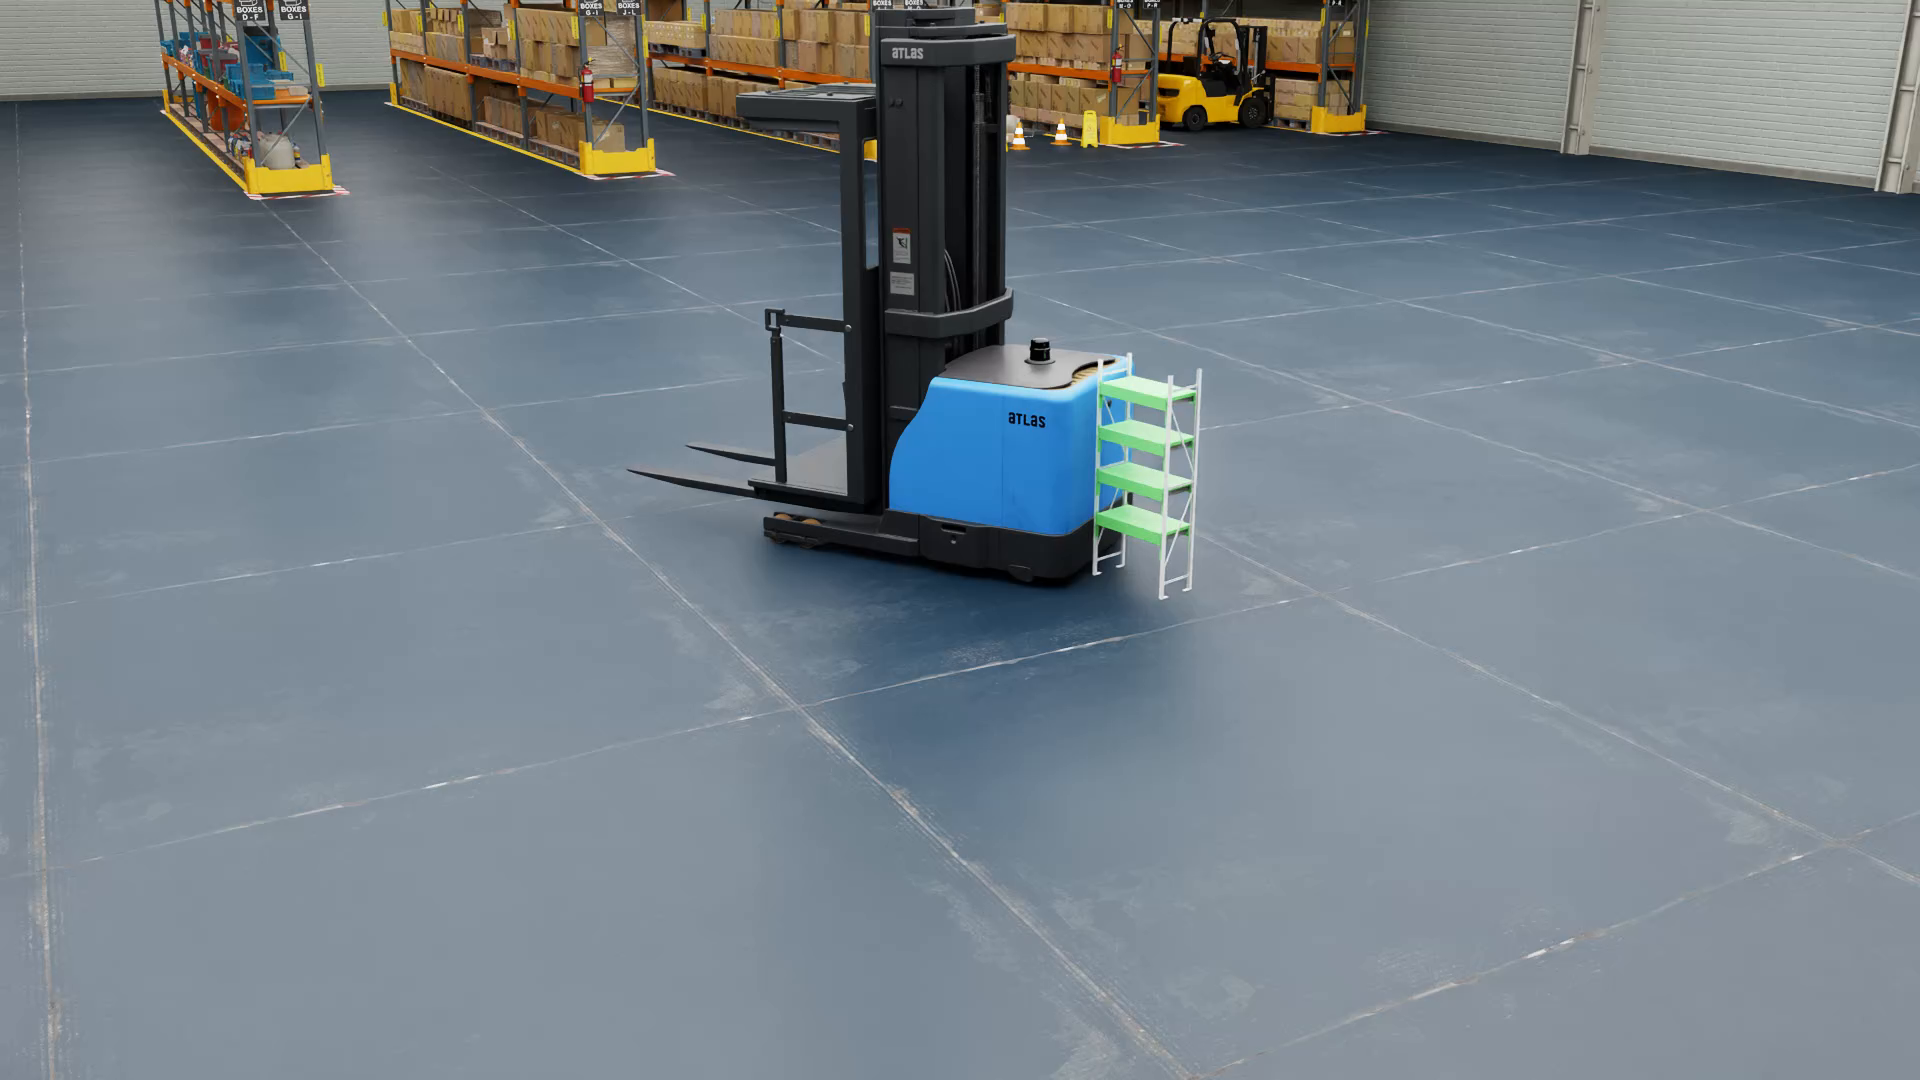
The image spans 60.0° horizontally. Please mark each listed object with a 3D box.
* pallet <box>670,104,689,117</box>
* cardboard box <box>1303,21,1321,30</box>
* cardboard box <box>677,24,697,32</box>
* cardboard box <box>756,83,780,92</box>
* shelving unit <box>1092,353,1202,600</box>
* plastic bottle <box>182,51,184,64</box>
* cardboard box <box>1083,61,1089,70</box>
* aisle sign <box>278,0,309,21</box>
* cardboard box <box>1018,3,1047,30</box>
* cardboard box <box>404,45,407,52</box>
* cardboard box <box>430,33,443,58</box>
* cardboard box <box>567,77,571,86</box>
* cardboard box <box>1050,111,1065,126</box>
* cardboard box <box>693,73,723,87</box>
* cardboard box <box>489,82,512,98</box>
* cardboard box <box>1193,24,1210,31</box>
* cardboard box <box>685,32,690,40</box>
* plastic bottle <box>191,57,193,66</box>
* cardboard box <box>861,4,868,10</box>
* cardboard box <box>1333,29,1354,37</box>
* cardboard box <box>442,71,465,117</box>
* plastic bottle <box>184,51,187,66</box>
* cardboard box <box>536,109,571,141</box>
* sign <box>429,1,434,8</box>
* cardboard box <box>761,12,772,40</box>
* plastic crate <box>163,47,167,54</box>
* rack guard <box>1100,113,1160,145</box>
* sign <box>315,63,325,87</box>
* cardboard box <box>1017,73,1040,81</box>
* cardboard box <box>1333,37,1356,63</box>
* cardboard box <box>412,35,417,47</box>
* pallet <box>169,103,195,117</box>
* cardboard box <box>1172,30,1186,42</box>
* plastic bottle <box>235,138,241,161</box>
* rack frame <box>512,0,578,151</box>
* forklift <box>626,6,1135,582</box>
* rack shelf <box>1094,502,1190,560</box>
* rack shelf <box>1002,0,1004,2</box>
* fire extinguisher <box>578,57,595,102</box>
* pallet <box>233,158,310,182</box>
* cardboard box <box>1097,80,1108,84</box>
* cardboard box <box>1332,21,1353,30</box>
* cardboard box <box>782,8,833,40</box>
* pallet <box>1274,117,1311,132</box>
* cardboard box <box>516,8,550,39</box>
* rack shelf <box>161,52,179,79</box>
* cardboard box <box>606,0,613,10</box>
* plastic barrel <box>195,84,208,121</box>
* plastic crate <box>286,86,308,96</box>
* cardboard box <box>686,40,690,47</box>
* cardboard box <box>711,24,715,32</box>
[{"bbox_3d":[-5.821,-9.647,37.264,1.003,0.211,1.213,-10,21,-27],"label":"pallet"},{"bbox_3d":[7.098,-10.290,33.250,0.380,0.149,0.250,-10,21,-27],"label":"cardboard box"},{"bbox_3d":[-5.884,-11.045,35.870,0.380,0.149,0.250,-9,21,-25],"label":"cardboard box"},{"bbox_3d":[-3.350,-8.542,32.591,1.050,0.750,0.750,-10,21,-27],"label":"cardboard box"},{"bbox_3d":[0.978,-0.340,8.777,0.258,1.200,0.503,-16,25,-39],"label":"shelving unit"},{"bbox_3d":[-15.458,-9.637,33.158,0.097,0.271,0.097,0,19,0],"label":"plastic bottle"},{"bbox_3d":[2.545,-8.978,31.435,0.380,0.149,0.250,-10,22,-28],"label":"cardboard box"},{"bbox_3d":[-9.557,-7.841,23.771,0.394,0.787,0.004,-10,21,-27],"label":"aisle sign"},{"bbox_3d":[1.573,-10.389,32.997,0.700,0.500,0.500,-10,21,-26],"label":"cardboard box"},{"bbox_3d":[-12.478,-11.235,37.976,0.380,0.149,0.250,-11,22,-28],"label":"cardboard box"},{"bbox_3d":[-10.950,-10.532,35.401,0.500,0.500,0.500,-10,21,-27],"label":"cardboard box"},{"bbox_3d":[-6.194,-7.496,27.140,0.380,0.149,0.250,-10,21,-27],"label":"cardboard box"},{"bbox_3d":[2.118,-8.278,32.594,0.500,0.250,0.500,-11,22,-29],"label":"cardboard box"},{"bbox_3d":[-5.431,-9.918,35.813,0.500,0.250,0.500,-11,22,-28],"label":"cardboard box"},{"bbox_3d":[-8.944,-8.844,32.672,0.500,0.250,0.500,-9,21,-24],"label":"cardboard box"},{"bbox_3d":[5.341,-11.225,36.417,0.380,0.149,0.250,-9,21,-25],"label":"cardboard box"},{"bbox_3d":[-5.639,-10.758,35.496,0.380,0.149,0.250,-9,21,-25],"label":"cardboard box"},{"bbox_3d":[-14.456,-9.031,31.403,0.097,0.271,0.097,0,19,0],"label":"plastic bottle"},{"bbox_3d":[-2.009,-12.397,39.275,0.500,0.500,0.500,-11,22,-28],"label":"cardboard box"},{"bbox_3d":[7.665,-10.151,33.303,0.380,0.149,0.250,-11,22,-28],"label":"cardboard box"},{"bbox_3d":[-10.015,-9.304,34.609,1.225,0.875,0.875,-10,21,-26],"label":"cardboard box"},{"bbox_3d":[-15.113,-9.449,32.607,0.152,0.276,0.135,-10,21,-27],"label":"plastic bottle"},{"bbox_3d":[-7.235,-7.399,29.663,0.500,0.500,0.500,-11,22,-28],"label":"cardboard box"},{"bbox_3d":[-12.604,-12.687,39.662,0.100,0.325,0.005,-10,21,-27],"label":"sign"},{"bbox_3d":[-3.463,-10.051,32.475,0.700,0.500,0.500,-10,22,-28],"label":"cardboard box"},{"bbox_3d":[-17.218,-10.663,36.246,0.250,0.136,0.298,-10,21,-27],"label":"plastic crate"},{"bbox_3d":[3.195,-7.730,31.266,1.175,0.500,0.348,-10,21,-27],"label":"rack guard"},{"bbox_3d":[-9.363,-6.802,24.322,0.100,0.325,0.005,-10,21,-27],"label":"sign"},{"bbox_3d":[1.381,-9.341,33.532,0.380,0.149,0.250,-10,21,-26],"label":"cardboard box"},{"bbox_3d":[7.607,-9.892,33.547,0.500,0.500,0.500,-9,21,-25],"label":"cardboard box"},{"bbox_3d":[-11.877,-11.103,36.985,0.500,0.250,0.500,-9,21,-25],"label":"cardboard box"},{"bbox_3d":[-17.089,-9.620,37.186,1.003,0.211,1.213,-10,21,-27],"label":"pallet"},{"bbox_3d":[4.990,-11.221,37.016,0.500,0.250,0.500,-11,22,-28],"label":"cardboard box"},{"bbox_3d":[-11.439,-6.219,26.443,0.144,0.351,0.185,-10,21,-27],"label":"plastic bottle"},{"bbox_3d":[-7.390,-8.503,29.674,1.000,3.000,0.127,-10,21,-27],"label":"rack frame"},{"bbox_3d":[-0.556,-1.480,9.426,3.031,2.935,1.130,10,21,26],"label":"forklift"},{"bbox_3d":[0.978,-0.053,8.876,0.258,0.148,0.480,-16,25,-39],"label":"rack shelf"},{"bbox_3d":[0.382,-11.690,35.415,1.077,0.370,4.000,-10,21,-27],"label":"rack shelf"},{"bbox_3d":[-5.841,-7.214,26.057,0.296,0.674,0.183,-10,21,-27],"label":"fire extinguisher"},{"bbox_3d":[-10.883,-5.868,26.312,1.003,0.211,1.213,-10,21,-27],"label":"pallet"},{"bbox_3d":[3.409,-11.061,40.276,0.500,0.500,0.500,-9,21,-25],"label":"cardboard box"},{"bbox_3d":[7.626,-10.284,33.231,0.380,0.149,0.250,-10,22,-28],"label":"cardboard box"},{"bbox_3d":[-2.832,-9.712,31.294,0.875,0.550,0.550,-10,21,-27],"label":"cardboard box"},{"bbox_3d":[7.198,-8.555,34.099,1.003,0.211,1.213,-10,21,-27],"label":"pallet"},{"bbox_3d":[-7.400,-8.995,28.958,0.500,0.500,0.500,-10,21,-27],"label":"cardboard box"},{"bbox_3d":[-16.497,-10.266,35.888,1.077,0.370,4.000,-10,21,-27],"label":"rack shelf"},{"bbox_3d":[-8.223,-12.881,40.220,0.500,0.500,0.500,-11,22,-28],"label":"cardboard box"},{"bbox_3d":[-14.968,-8.877,33.331,0.600,0.901,0.708,-10,21,-27],"label":"plastic barrel"},{"bbox_3d":[-9.991,-6.770,25.055,0.298,0.136,0.250,-10,21,-27],"label":"plastic crate"},{"bbox_3d":[-5.631,-10.612,35.528,0.380,0.149,0.250,-10,21,-27],"label":"cardboard box"},{"bbox_3d":[-5.167,-11.062,35.920,0.380,0.149,0.250,-10,21,-27],"label":"cardboard box"}]
